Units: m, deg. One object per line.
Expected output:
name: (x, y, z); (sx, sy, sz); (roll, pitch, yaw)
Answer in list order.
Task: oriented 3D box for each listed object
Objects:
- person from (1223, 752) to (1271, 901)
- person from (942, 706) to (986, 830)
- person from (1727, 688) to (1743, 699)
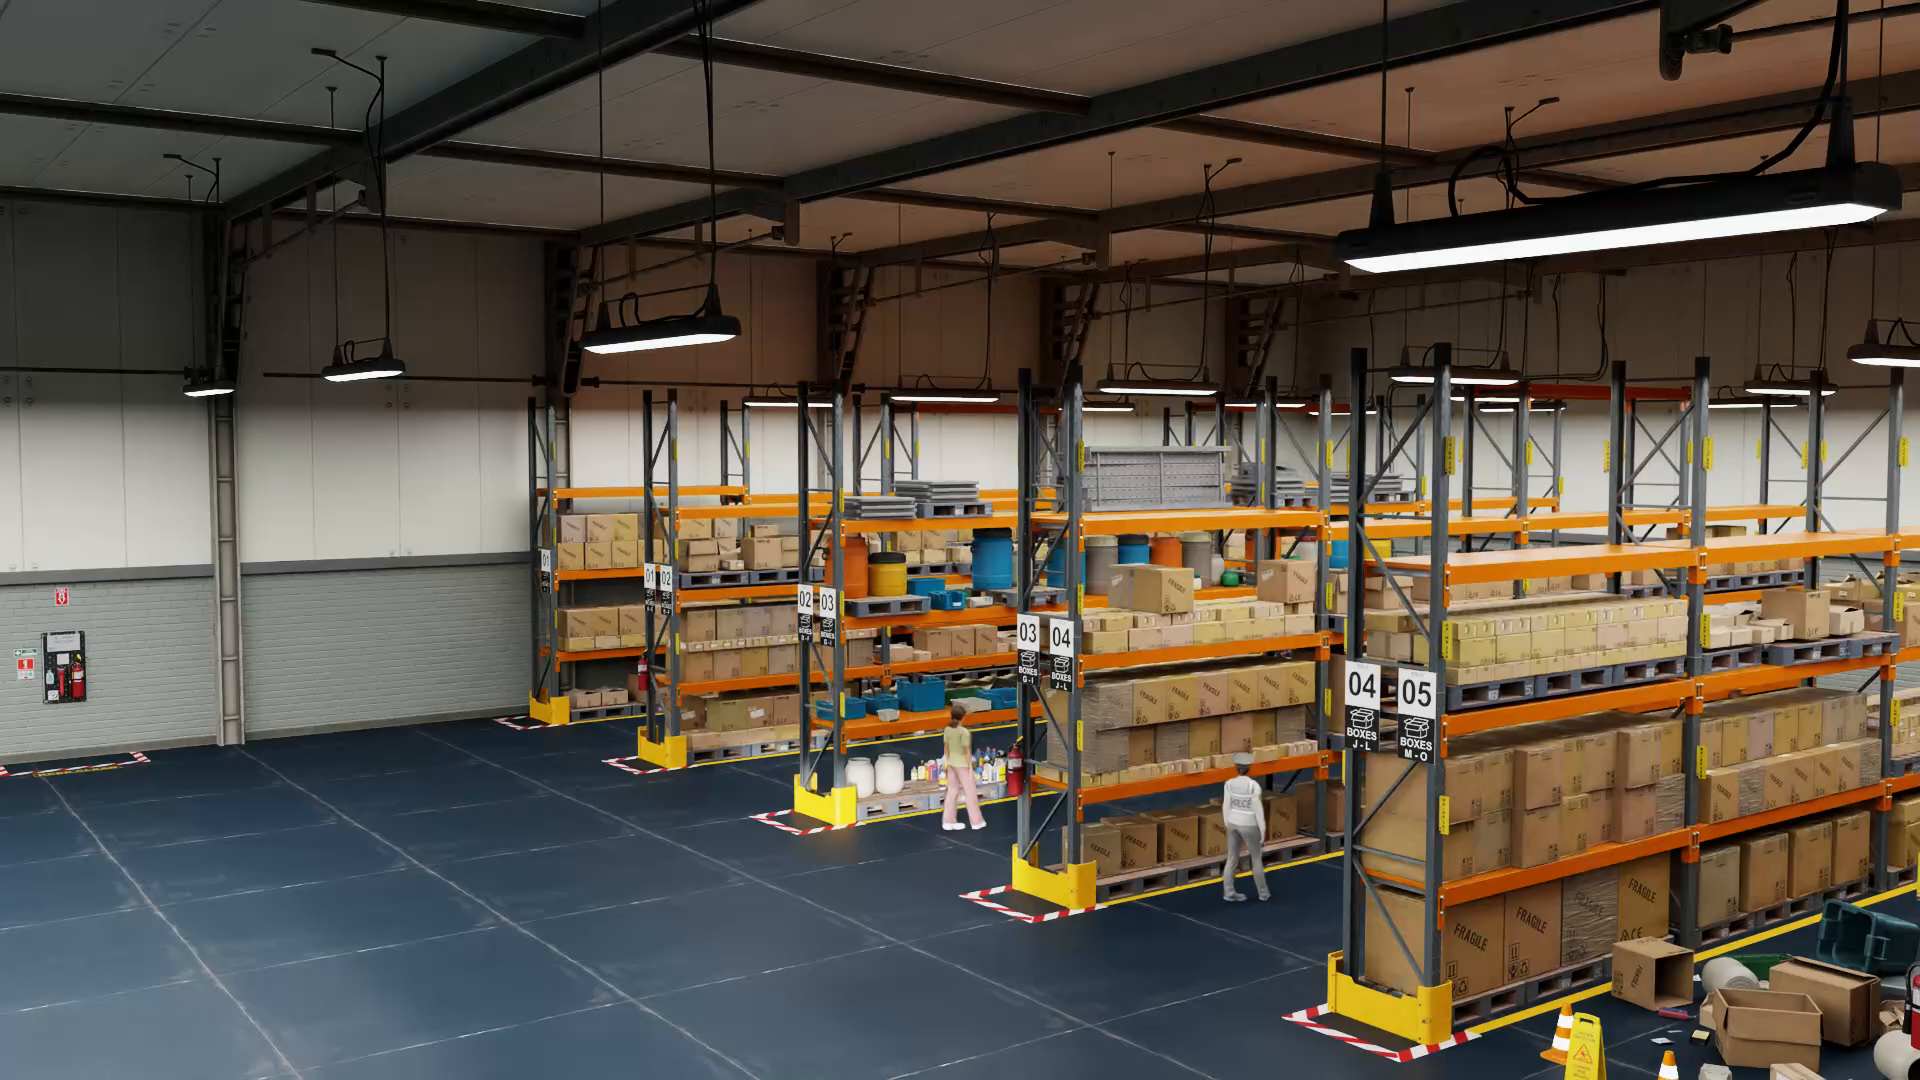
person: (3.275, 3.222, 18.716); (0.552, 1.684, 0.467); (-3, 4, -38)
person: (0.093, 3.028, 22.144); (0.578, 1.667, 0.425); (-2, 4, -29)
person: (10.950, 2.871, 23.837); (0.636, 1.810, 0.570); (1, 3, 9)
